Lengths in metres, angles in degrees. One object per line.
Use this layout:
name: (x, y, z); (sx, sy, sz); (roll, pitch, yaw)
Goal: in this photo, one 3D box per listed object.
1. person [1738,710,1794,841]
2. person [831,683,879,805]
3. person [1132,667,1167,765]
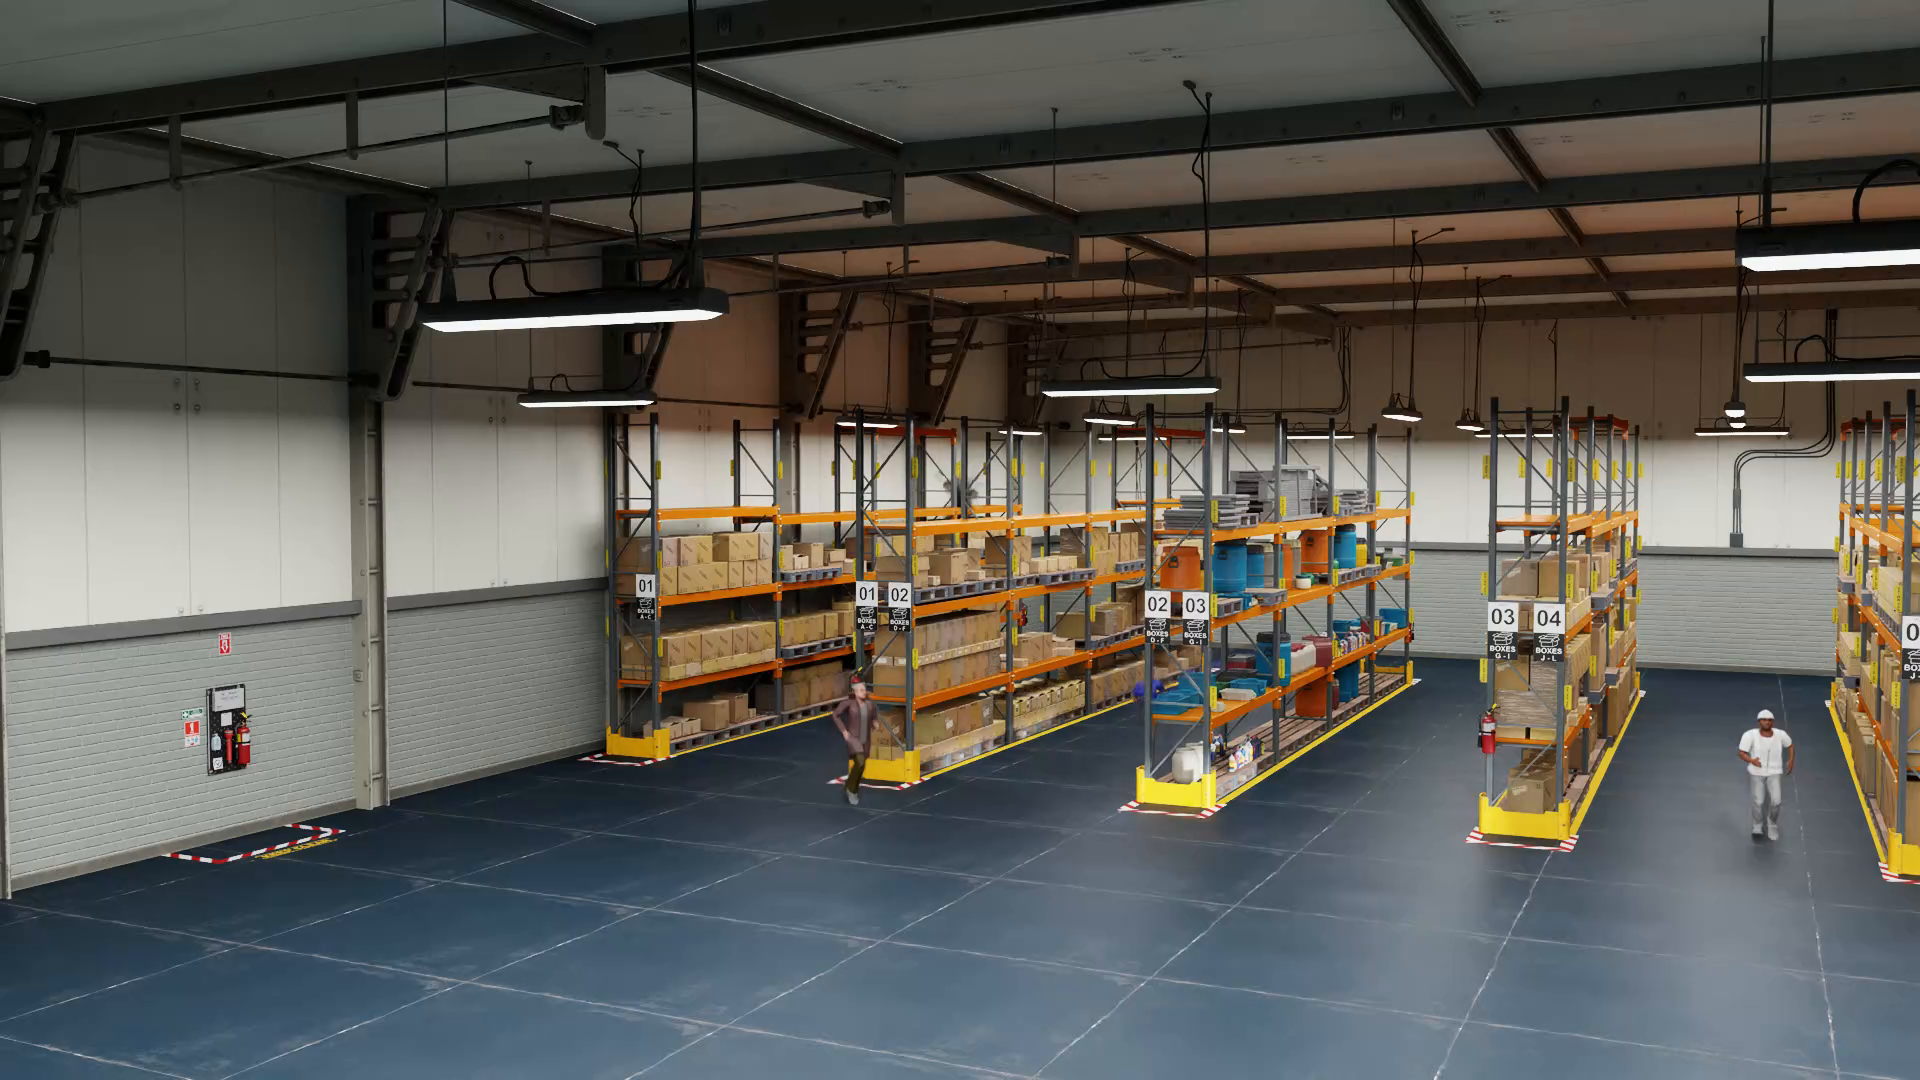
person: (10.924, 3.189, 22.501); (0.724, 1.789, 0.695); (1, 3, 17)
person: (-1.507, 3.179, 25.098); (0.687, 1.615, 0.739); (-2, 3, -40)
person: (3.221, 2.973, 28.364); (0.539, 1.675, 0.899); (1, 3, 24)
